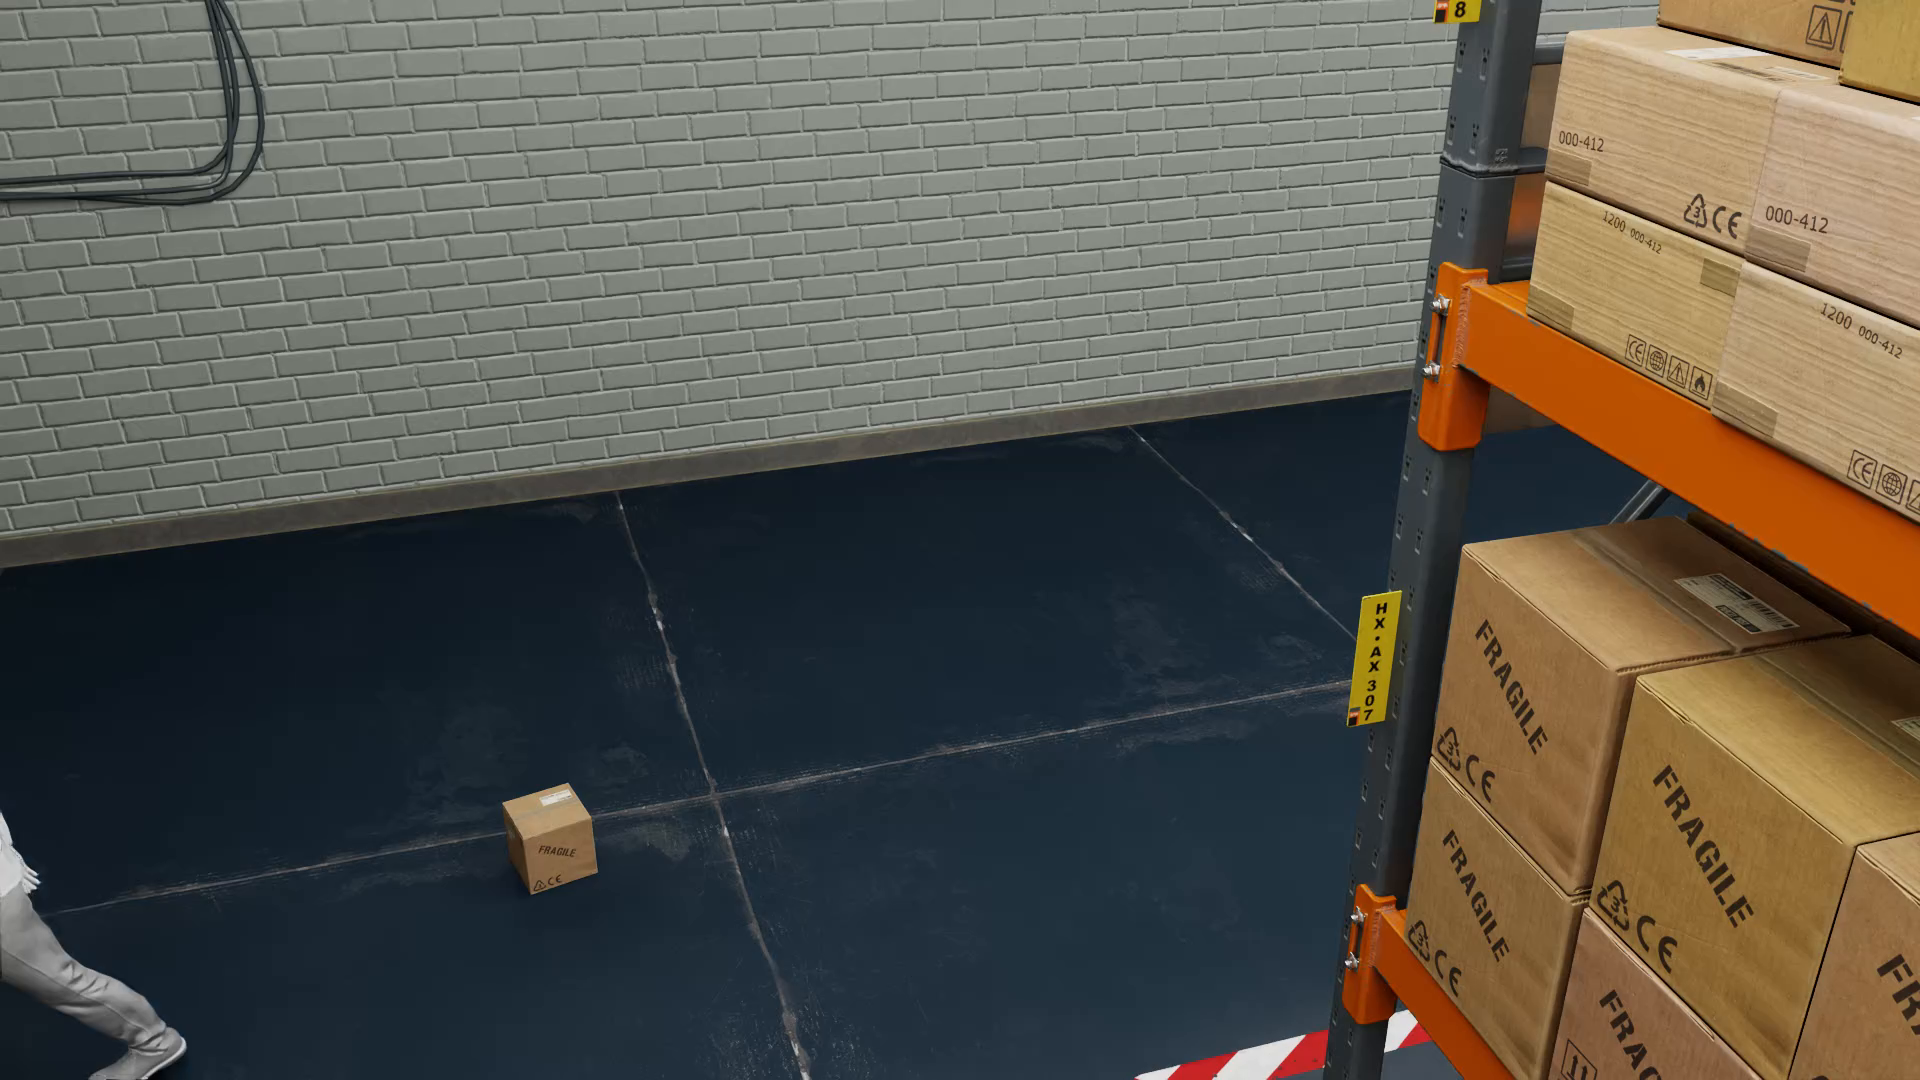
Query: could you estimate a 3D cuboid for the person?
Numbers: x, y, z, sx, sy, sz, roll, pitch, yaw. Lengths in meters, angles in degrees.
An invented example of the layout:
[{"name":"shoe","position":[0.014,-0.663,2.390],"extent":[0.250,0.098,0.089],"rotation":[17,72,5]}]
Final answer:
[{"name":"person","position":[-2.820,1.000,4.568],"extent":[1.004,1.623,0.513],"rotation":[-19,32,-33]}]
